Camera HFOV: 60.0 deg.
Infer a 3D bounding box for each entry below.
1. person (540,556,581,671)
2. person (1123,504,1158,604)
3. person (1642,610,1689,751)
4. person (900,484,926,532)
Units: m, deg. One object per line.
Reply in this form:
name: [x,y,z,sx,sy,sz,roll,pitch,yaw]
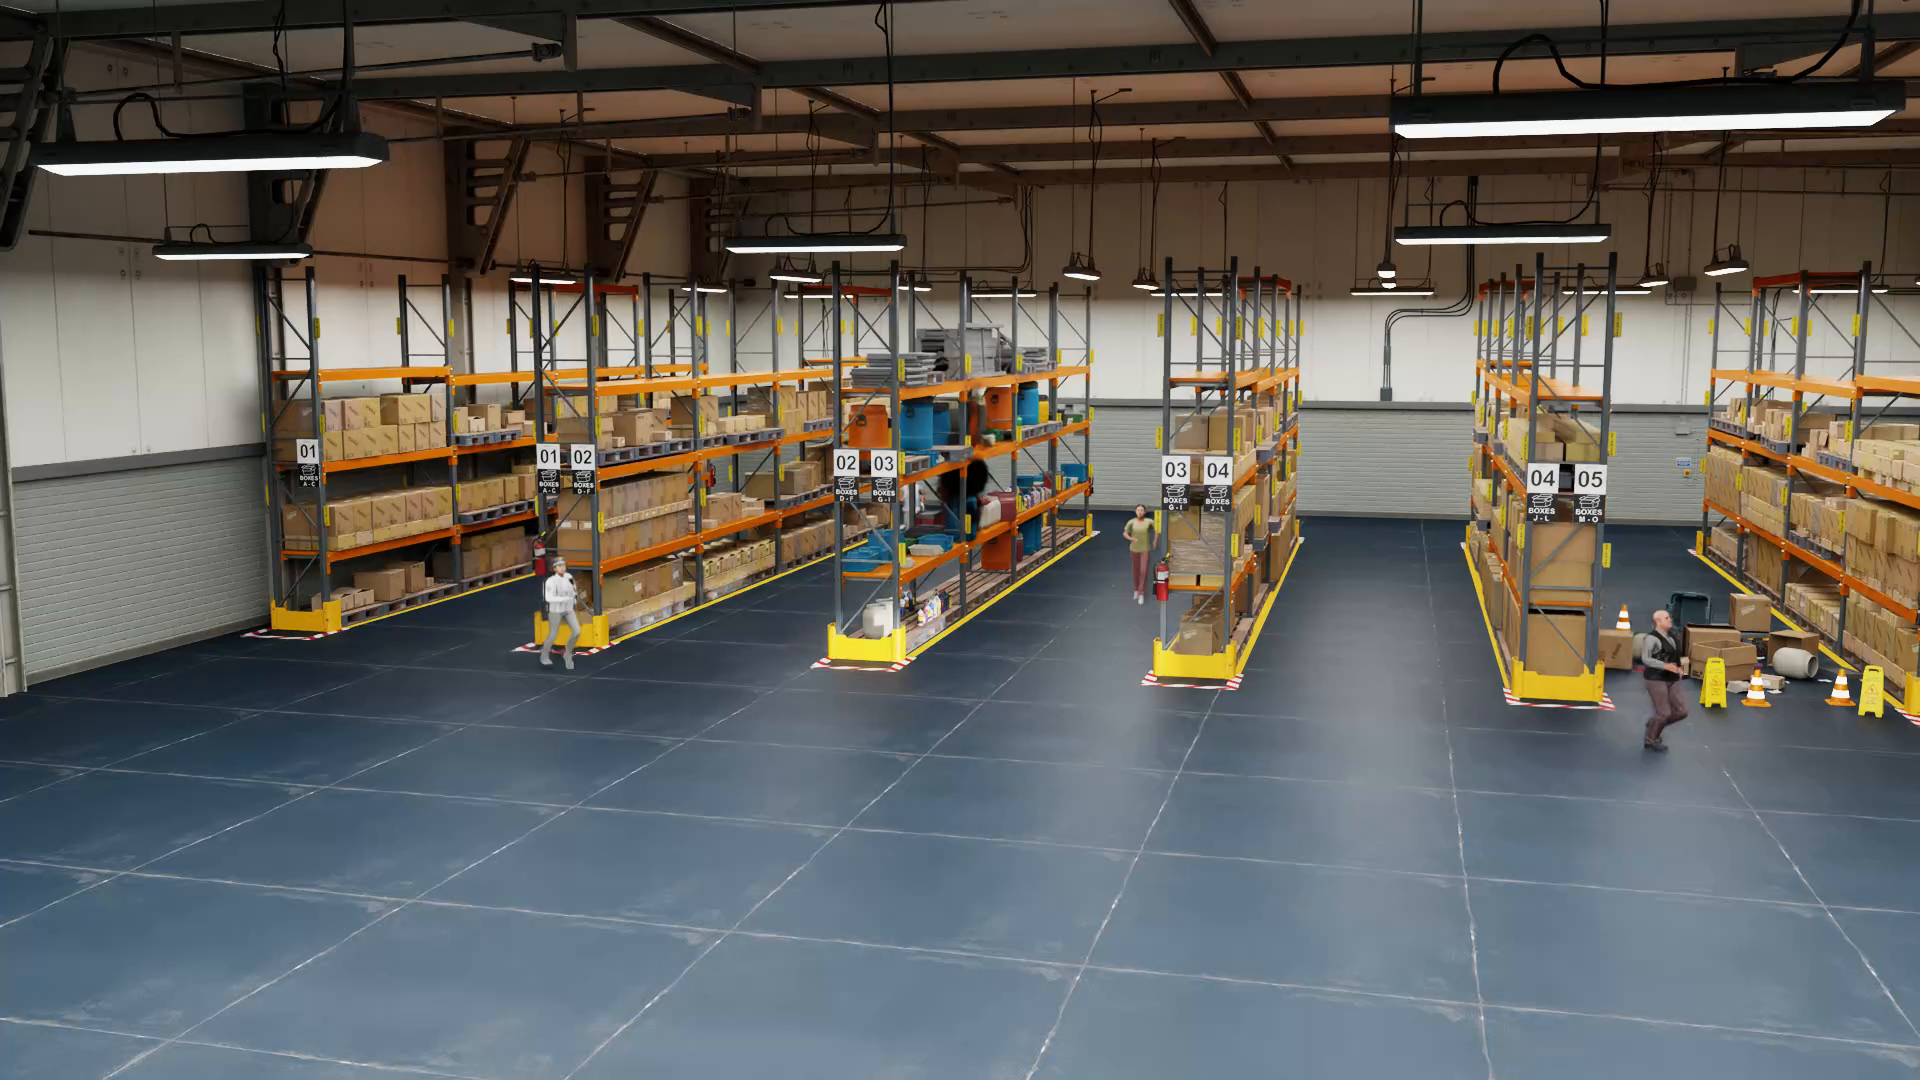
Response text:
person: [-5.854,1.068,24.466,0.626,1.695,0.842,-7,10,-42]
person: [3.130,0.215,28.882,0.592,1.707,0.807,1,7,9]
person: [8.377,1.672,19.710,0.651,1.675,0.583,-5,9,-33]
person: [-1.093,-0.600,37.182,0.592,1.835,0.829,1,7,7]
